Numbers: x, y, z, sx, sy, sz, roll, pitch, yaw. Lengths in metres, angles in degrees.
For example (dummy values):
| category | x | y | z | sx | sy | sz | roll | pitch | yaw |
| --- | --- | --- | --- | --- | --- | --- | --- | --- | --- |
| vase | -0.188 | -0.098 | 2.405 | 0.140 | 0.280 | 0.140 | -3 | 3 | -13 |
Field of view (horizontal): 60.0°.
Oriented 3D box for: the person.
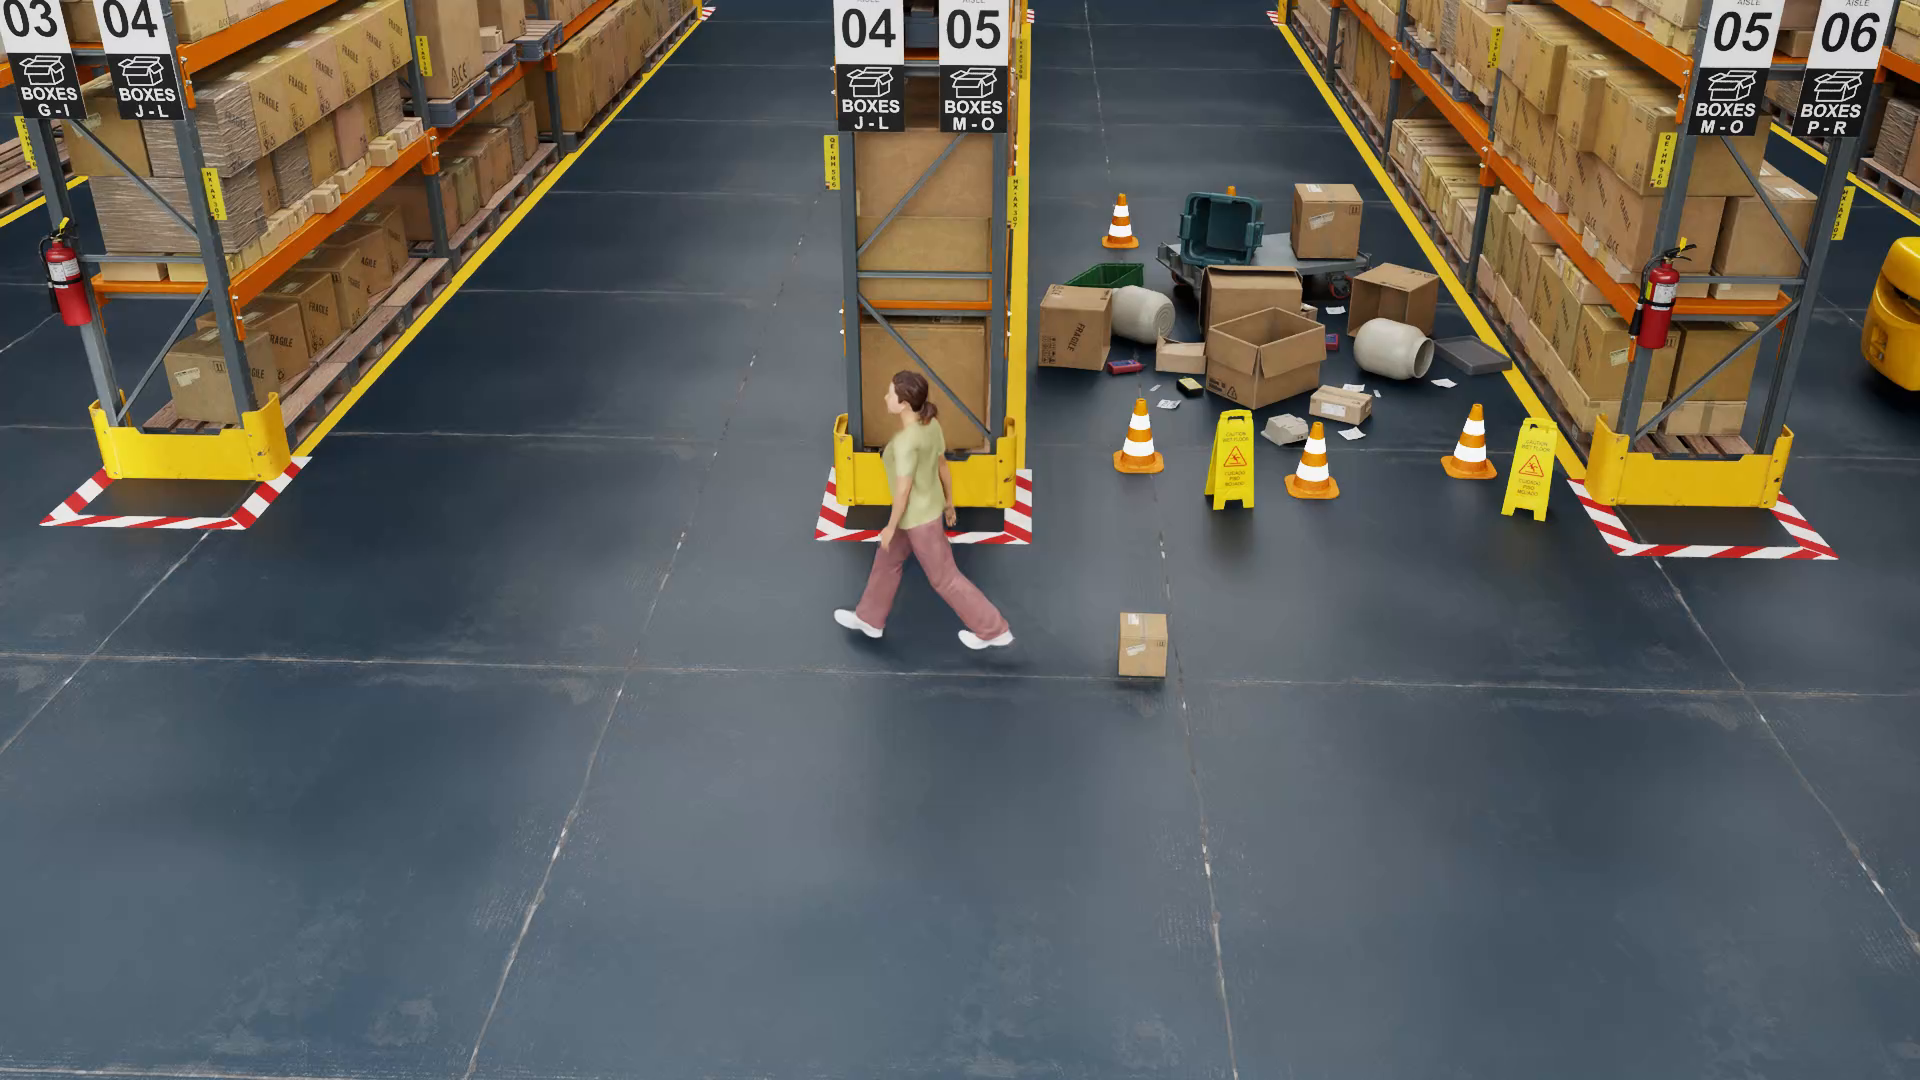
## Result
| category | x | y | z | sx | sy | sz | roll | pitch | yaw |
| --- | --- | --- | --- | --- | --- | --- | --- | --- | --- |
| person | -0.220 | -0.121 | 8.893 | 1.053 | 1.597 | 0.464 | 6 | 29 | 11 |
